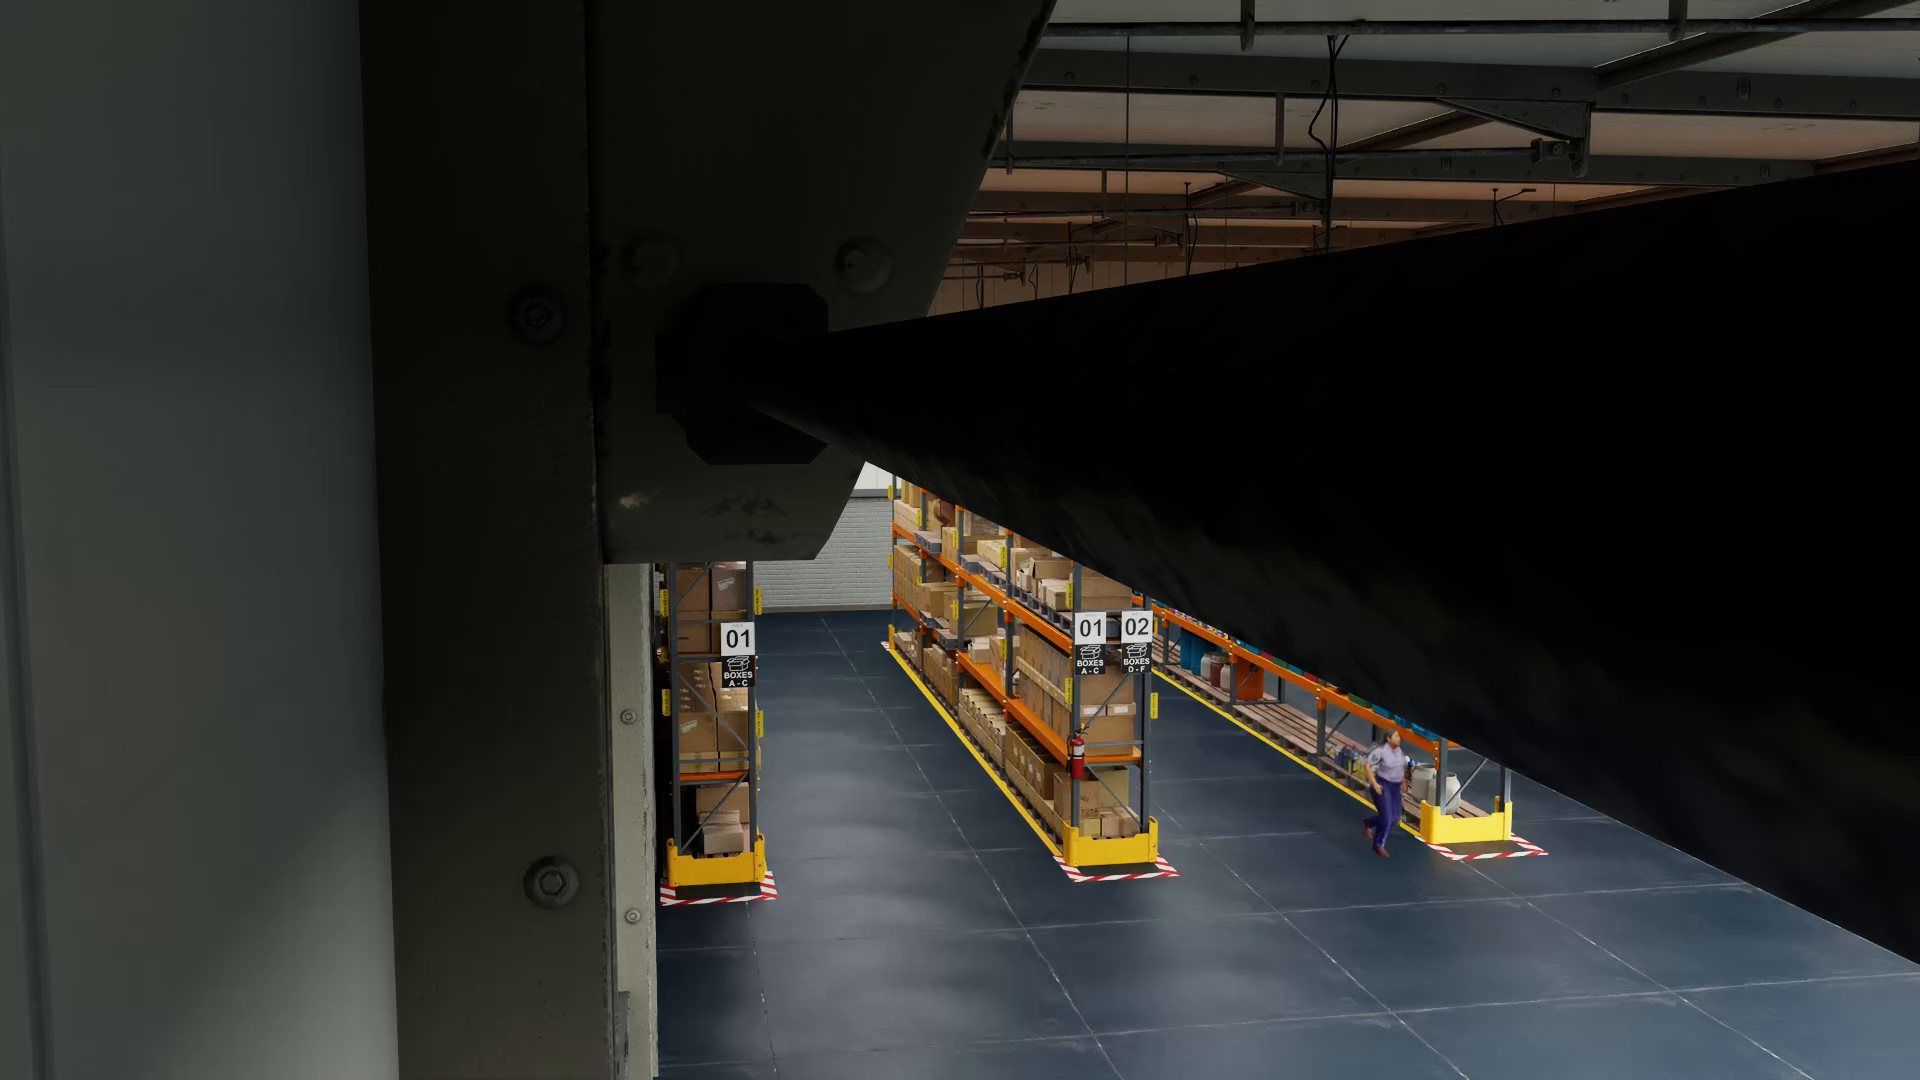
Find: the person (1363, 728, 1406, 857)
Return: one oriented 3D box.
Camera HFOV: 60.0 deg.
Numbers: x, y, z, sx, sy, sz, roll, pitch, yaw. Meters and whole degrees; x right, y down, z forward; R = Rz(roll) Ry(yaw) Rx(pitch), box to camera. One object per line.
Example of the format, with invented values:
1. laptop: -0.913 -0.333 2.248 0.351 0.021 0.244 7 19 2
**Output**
1. person: 5.497 3.236 21.562 0.654 1.612 0.609 -4 7 -33
